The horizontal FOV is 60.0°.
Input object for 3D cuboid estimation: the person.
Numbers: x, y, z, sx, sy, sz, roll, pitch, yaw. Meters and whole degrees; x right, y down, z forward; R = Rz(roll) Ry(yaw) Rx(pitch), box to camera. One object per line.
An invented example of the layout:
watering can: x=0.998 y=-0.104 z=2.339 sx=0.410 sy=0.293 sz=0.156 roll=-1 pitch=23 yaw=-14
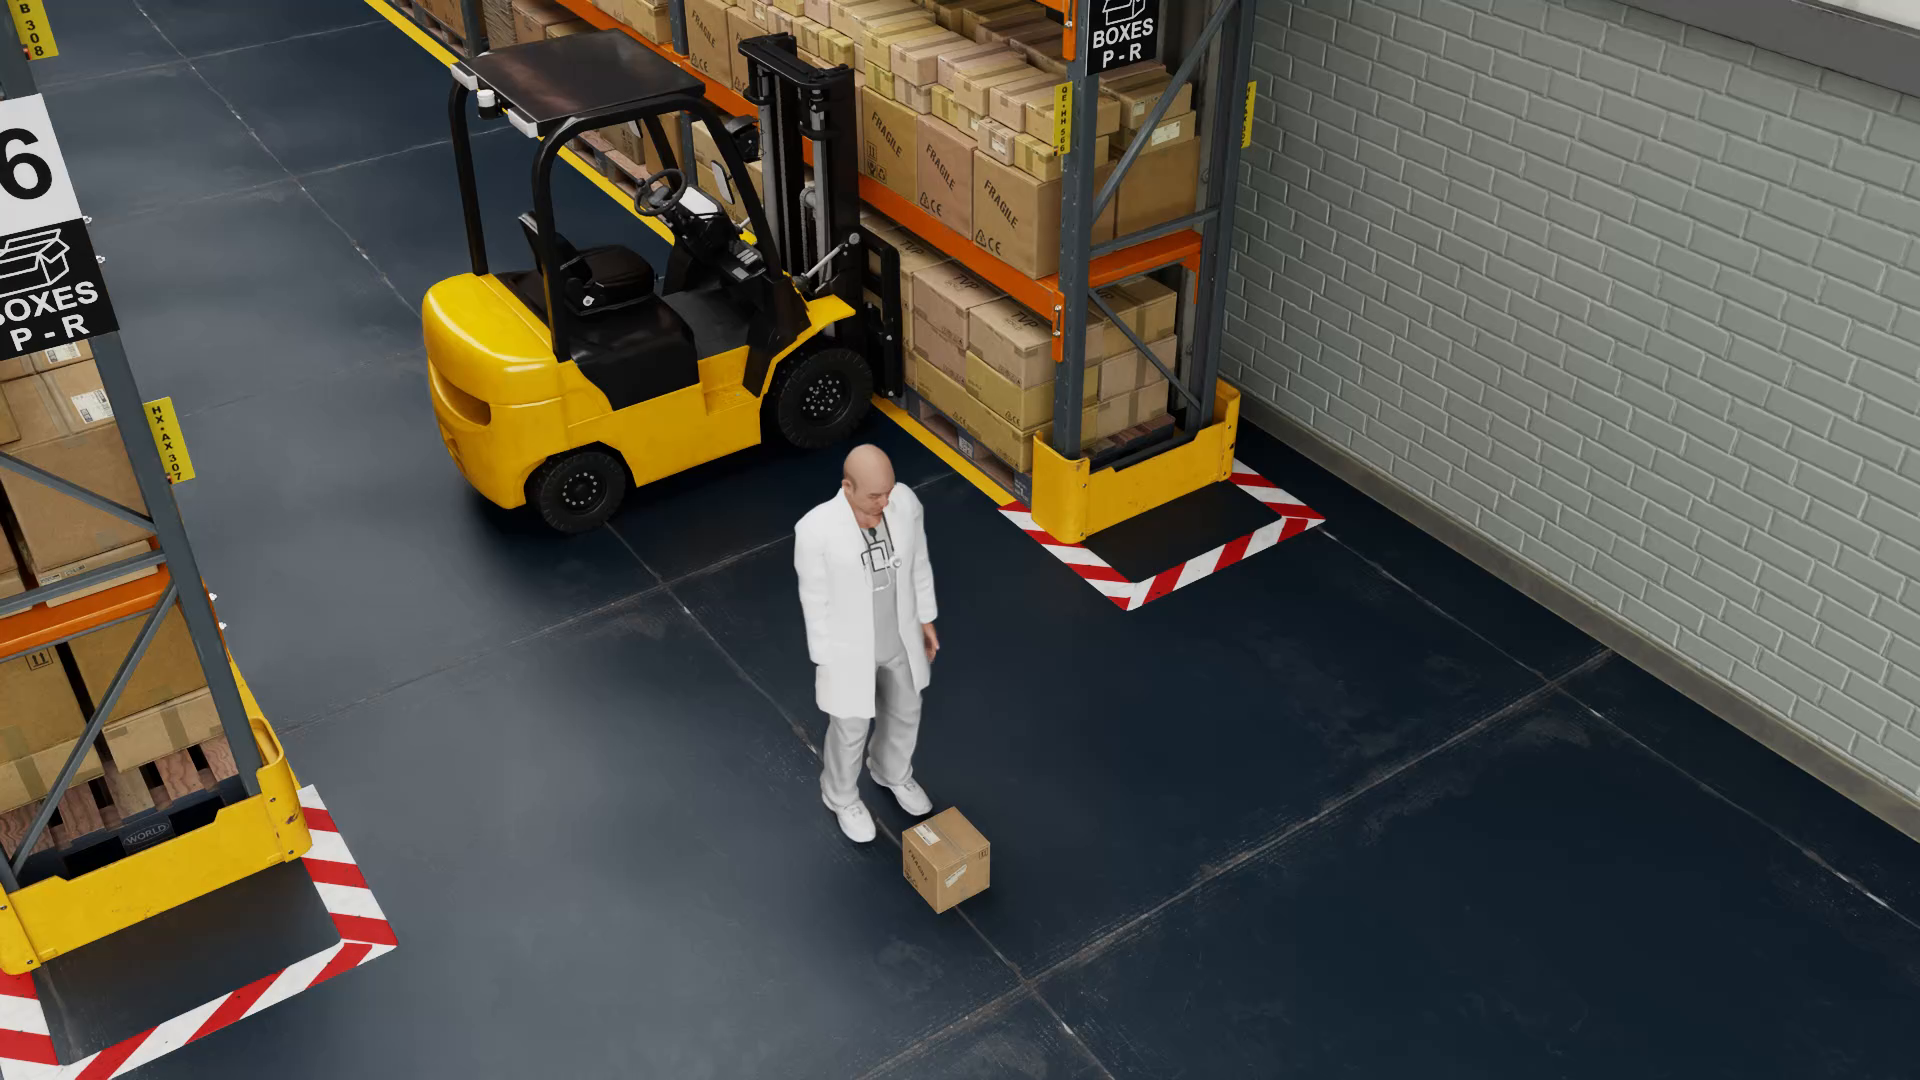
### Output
person: x=-0.334 y=0.391 z=6.486 sx=0.562 sy=1.772 sz=0.377 roll=-22 pitch=41 yaw=-27
